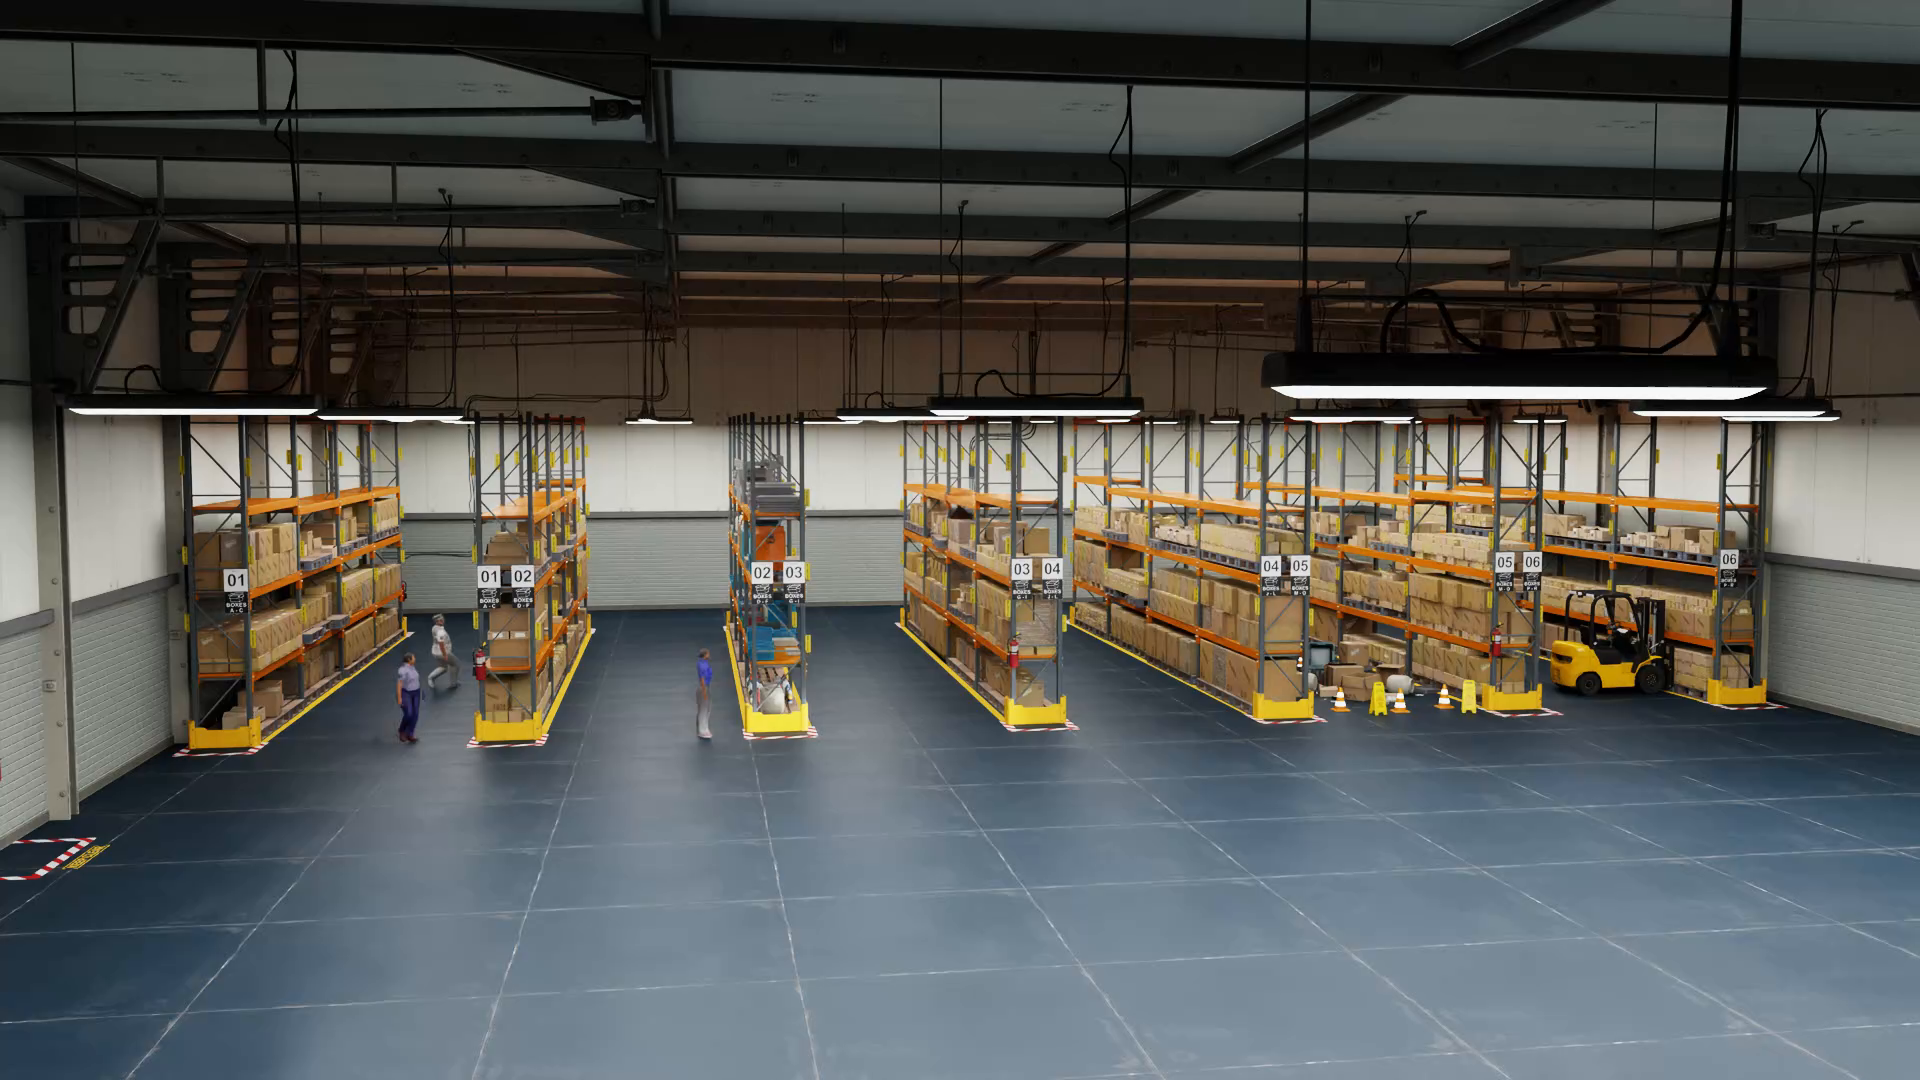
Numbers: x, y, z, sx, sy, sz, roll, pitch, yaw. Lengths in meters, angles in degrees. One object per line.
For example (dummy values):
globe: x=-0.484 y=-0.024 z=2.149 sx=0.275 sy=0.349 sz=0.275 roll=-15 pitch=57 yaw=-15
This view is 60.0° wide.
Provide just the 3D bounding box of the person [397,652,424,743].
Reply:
person: x=-9.951 y=2.843 z=30.125 sx=0.451 sy=1.641 sz=0.551 roll=3 pitch=5 yaw=35

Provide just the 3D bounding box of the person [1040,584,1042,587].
person: x=2.115 y=1.754 z=41.416 sx=0.534 sy=1.722 sz=1.030 roll=-1 pitch=4 yaw=-11

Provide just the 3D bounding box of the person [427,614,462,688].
person: x=-11.237 y=2.421 z=36.419 sx=0.535 sy=1.656 sz=0.808 roll=4 pitch=5 yaw=42

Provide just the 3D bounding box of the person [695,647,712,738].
person: x=-4.727 y=2.845 z=30.751 sx=0.337 sy=1.701 sz=0.537 roll=-1 pitch=4 yaw=-7
